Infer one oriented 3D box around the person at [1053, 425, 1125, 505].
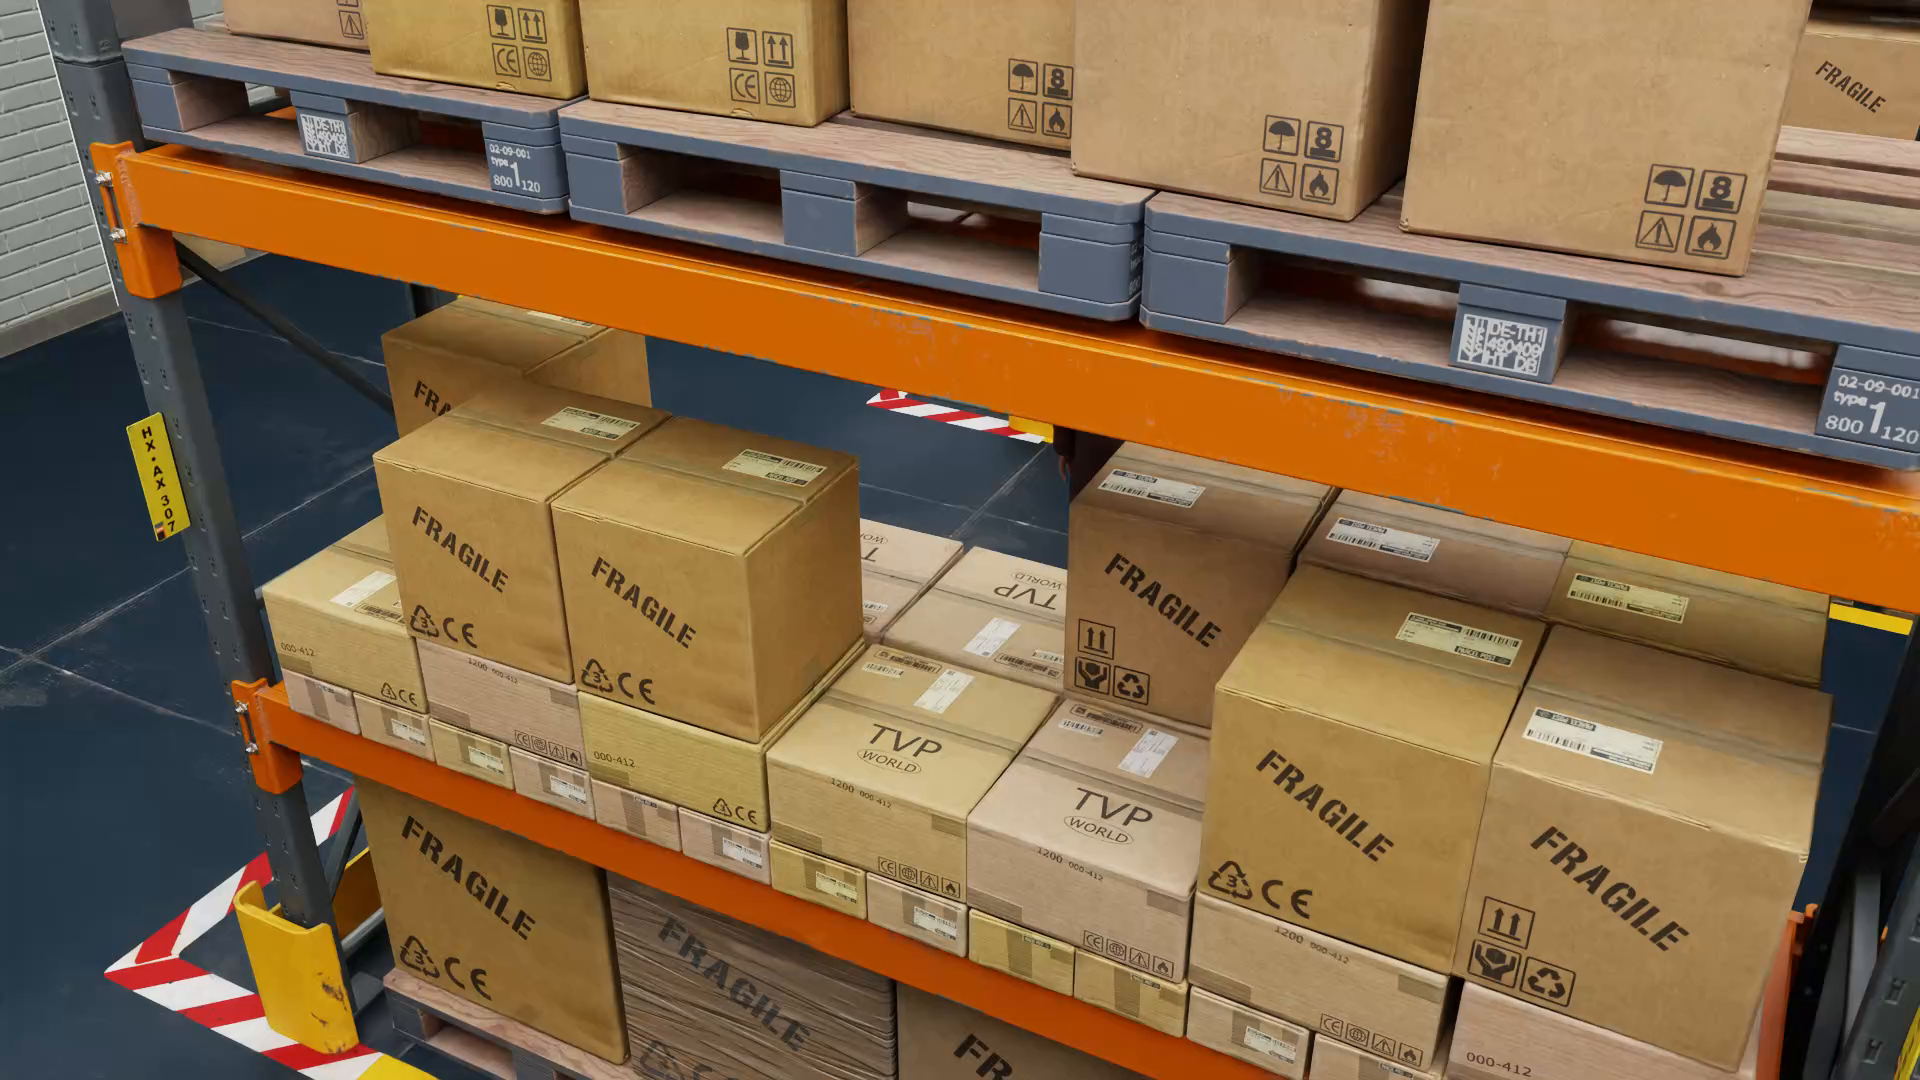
[{"bbox_3d":[0.674,-0.302,6.674,0.654,1.774,0.415,13,32,22],"label":"person"}]
